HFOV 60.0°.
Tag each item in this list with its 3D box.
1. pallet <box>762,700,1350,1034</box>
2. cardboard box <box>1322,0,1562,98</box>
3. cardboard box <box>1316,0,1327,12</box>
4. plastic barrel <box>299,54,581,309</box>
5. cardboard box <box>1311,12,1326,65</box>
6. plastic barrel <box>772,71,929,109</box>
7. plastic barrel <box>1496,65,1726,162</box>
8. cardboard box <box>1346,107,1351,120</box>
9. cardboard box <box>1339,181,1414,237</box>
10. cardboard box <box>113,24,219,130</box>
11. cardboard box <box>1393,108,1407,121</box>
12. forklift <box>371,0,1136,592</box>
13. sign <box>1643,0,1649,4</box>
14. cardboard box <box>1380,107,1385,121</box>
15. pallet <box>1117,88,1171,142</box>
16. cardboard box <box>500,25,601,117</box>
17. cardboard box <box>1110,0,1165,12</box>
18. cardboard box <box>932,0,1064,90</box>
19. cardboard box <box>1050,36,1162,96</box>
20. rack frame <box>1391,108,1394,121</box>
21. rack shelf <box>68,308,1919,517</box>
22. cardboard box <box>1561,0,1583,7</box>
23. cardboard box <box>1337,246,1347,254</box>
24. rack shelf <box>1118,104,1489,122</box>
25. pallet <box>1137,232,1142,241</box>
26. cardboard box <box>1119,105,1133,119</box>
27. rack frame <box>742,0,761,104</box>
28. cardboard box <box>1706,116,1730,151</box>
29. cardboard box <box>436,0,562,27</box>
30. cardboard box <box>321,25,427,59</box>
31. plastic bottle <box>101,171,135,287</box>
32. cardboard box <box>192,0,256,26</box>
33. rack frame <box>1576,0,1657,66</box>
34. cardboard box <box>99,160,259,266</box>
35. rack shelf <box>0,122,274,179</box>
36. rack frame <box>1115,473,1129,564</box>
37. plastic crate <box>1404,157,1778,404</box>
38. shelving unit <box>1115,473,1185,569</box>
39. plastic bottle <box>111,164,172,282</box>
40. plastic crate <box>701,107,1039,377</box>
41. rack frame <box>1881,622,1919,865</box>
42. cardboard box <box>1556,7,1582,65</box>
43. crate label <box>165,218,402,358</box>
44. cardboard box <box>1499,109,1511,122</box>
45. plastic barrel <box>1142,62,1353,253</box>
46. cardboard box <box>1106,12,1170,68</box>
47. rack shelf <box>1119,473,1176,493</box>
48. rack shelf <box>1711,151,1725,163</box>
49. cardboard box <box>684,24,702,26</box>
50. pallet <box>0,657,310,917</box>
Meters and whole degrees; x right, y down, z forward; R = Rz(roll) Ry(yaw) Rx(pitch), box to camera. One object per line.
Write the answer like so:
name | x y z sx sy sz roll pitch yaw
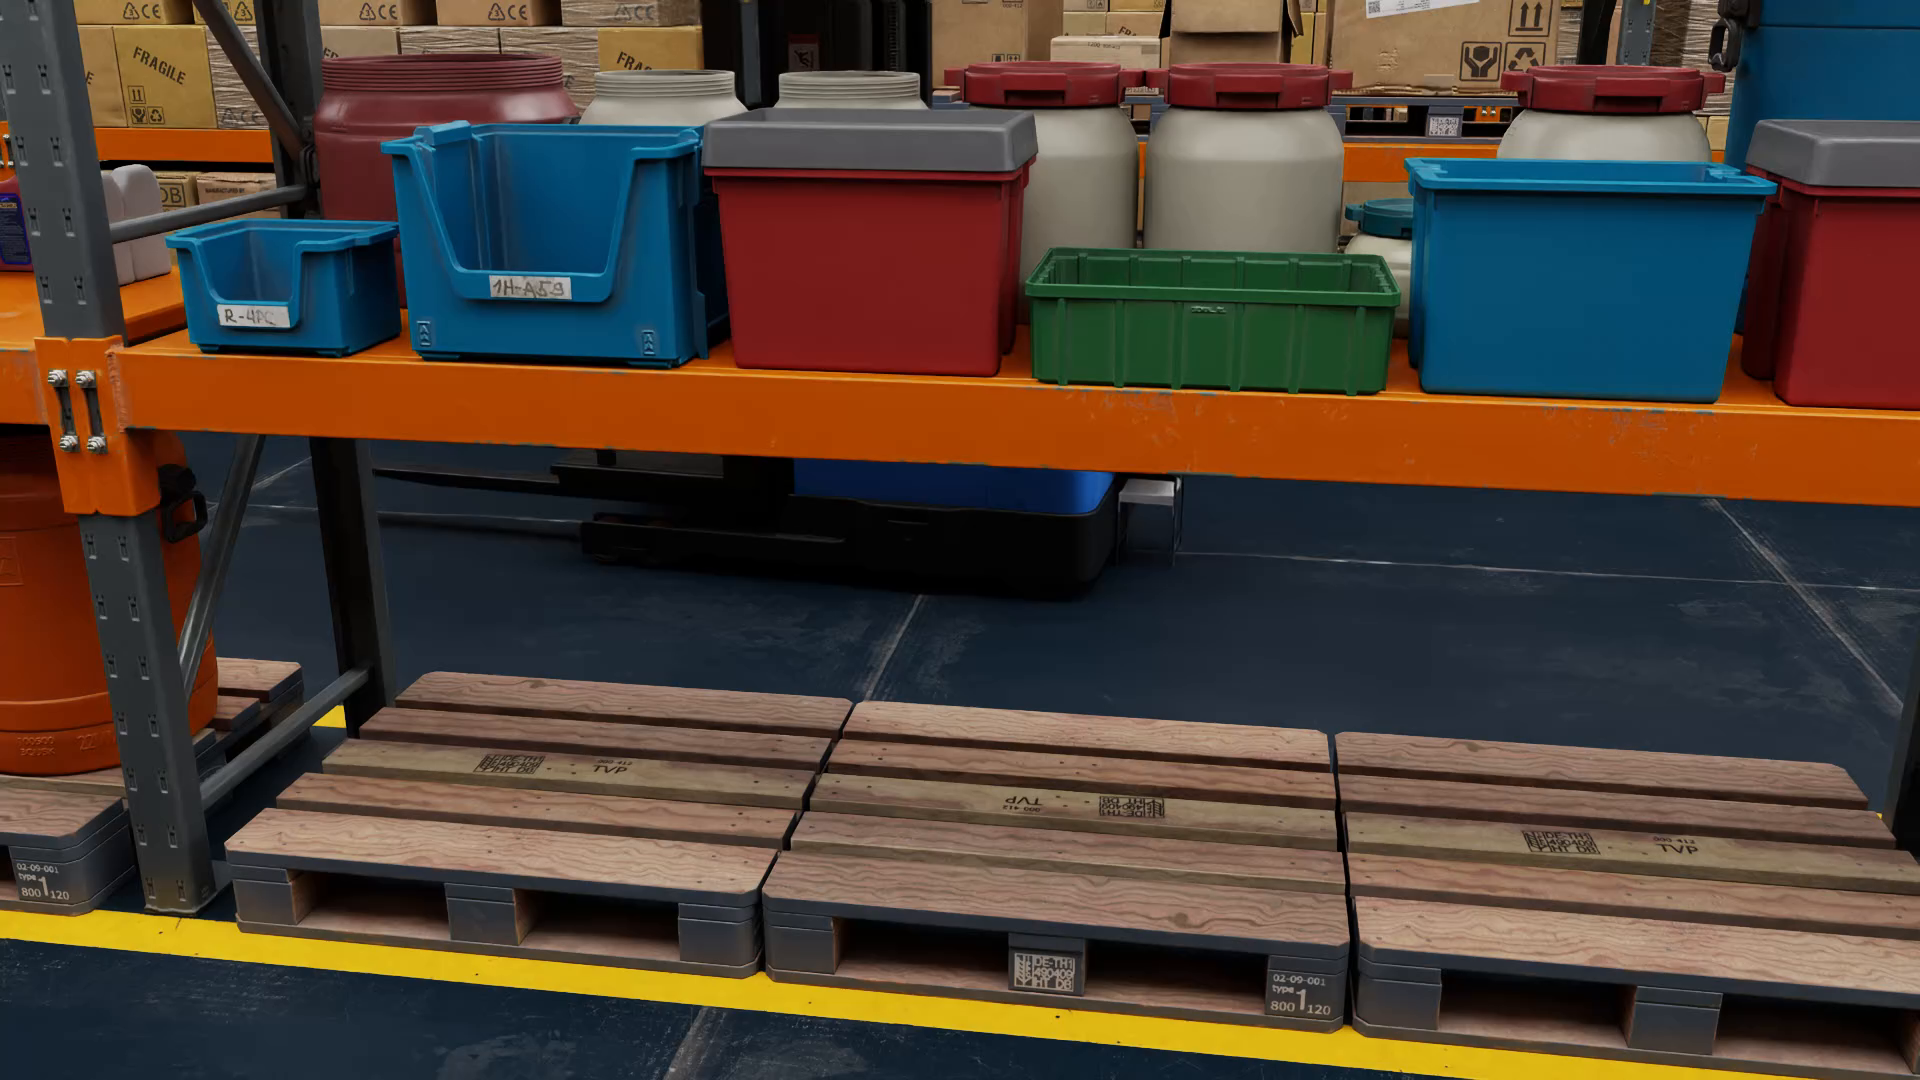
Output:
pallet | 0.253 0.707 3.858 1.213 0.211 1.003 3 19 9
cardboard box | 2.266 -2.647 7.879 1.000 1.000 1.000 3 19 9
cardboard box | 2.915 -4.198 12.389 0.500 0.500 0.700 3 19 8
plastic barrel | -1.201 -0.865 3.946 0.708 0.536 0.600 3 19 9
cardboard box | 2.858 -3.643 12.307 0.500 0.500 0.500 3 19 8
plastic barrel | -0.241 -0.776 3.718 0.421 0.512 0.421 0 18 0
plastic barrel | 1.333 -0.709 3.480 0.433 0.535 0.433 0 18 0
cardboard box | 4.867 -5.835 22.095 0.625 0.625 0.875 4 19 11
cardboard box | 3.287 -2.763 12.718 0.750 0.750 1.050 3 19 8
cardboard box | -3.960 -2.403 8.599 0.500 0.500 0.500 3 19 9
cardboard box | 4.347 -3.798 15.674 0.500 0.500 0.500 3 19 9
forklift | -0.887 -1.449 6.015 3.031 2.935 1.130 5 19 14
sign | 2.944 -2.454 7.086 0.005 0.325 0.100 3 19 9
cardboard box | 5.895 -5.673 22.203 0.500 0.250 0.500 3 19 9
pallet | 1.040 -2.103 8.162 1.213 0.211 1.003 3 19 9
cardboard box | -1.939 -2.302 8.298 0.500 0.500 0.500 3 19 8
cardboard box | 1.413 -4.275 12.619 0.500 0.500 0.700 3 19 8
cardboard box | 0.185 -2.516 8.275 0.500 0.500 0.700 6 19 17
cardboard box | 0.697 -2.252 7.881 0.500 0.250 0.500 2 19 7
rack frame | 4.600 -5.184 17.069 0.127 3.000 1.000 3 19 9
rack shelf | 0.268 -0.287 3.567 4.000 0.370 1.077 3 19 9
cardboard box | 4.273 -4.182 12.136 0.550 0.550 0.875 3 19 9
cardboard box | 1.957 -1.170 8.318 0.500 0.500 0.700 3 19 8
rack shelf | 1.940 -3.387 12.834 4.000 0.370 1.077 3 19 9
pallet | 1.933 -2.381 13.088 1.213 0.211 1.003 3 19 9
cardboard box | 2.048 -5.978 22.522 0.625 0.625 0.875 4 19 10
rack frame | -0.921 -2.280 8.391 0.127 3.000 1.000 3 19 9
cardboard box | 3.437 -1.838 7.466 0.250 0.149 0.380 3 19 9
cardboard box | -2.284 -2.879 8.442 0.637 0.503 0.797 3 19 10
cardboard box | -2.955 -2.353 8.451 0.500 0.500 0.500 3 19 10
plastic bottle | -2.107 -0.745 3.999 0.135 0.276 0.152 3 19 9
cardboard box | -3.563 -2.937 8.616 0.637 0.503 0.797 3 19 9
rack frame | 3.028 -2.079 7.790 0.127 3.000 1.000 3 19 9
cardboard box | -4.236 -1.647 9.186 0.875 0.875 1.225 3 19 9
rack shelf | -2.896 -2.040 8.806 4.000 0.370 1.077 3 19 9
rack frame | 0.598 -0.376 6.008 0.006 0.900 0.240 5 19 14
plastic crate | 1.104 -0.478 3.029 0.575 0.384 0.392 3 19 9
shelving unit | 0.696 -0.368 5.984 0.210 0.900 0.258 5 19 14
plastic bottle | -2.083 -0.793 4.141 0.135 0.276 0.152 3 19 9
plastic crate | -0.160 -0.582 3.214 0.583 0.464 0.402 3 19 9
rack frame | 2.243 -0.527 3.152 0.127 3.000 1.000 3 19 9
cardboard box | 4.281 -3.684 12.351 0.550 0.550 0.875 3 19 9
crate label | -1.350 -0.511 3.366 0.416 0.233 0.303 3 19 9
cardboard box | 4.525 -2.766 12.529 0.875 0.875 0.875 3 19 9
plastic barrel | 0.608 -0.746 3.590 0.433 0.535 0.433 0 18 0
cardboard box | 1.366 -3.719 12.534 0.500 0.500 0.500 3 19 9
rack shelf | 0.696 -0.251 6.023 0.200 0.077 0.258 5 19 14
rack shelf | 5.003 -1.637 7.603 4.000 0.370 1.077 3 19 9
cardboard box | -1.358 -2.438 8.703 0.500 0.500 0.500 3 19 10
pallet | -2.492 0.567 4.276 1.213 0.211 1.003 3 19 9
